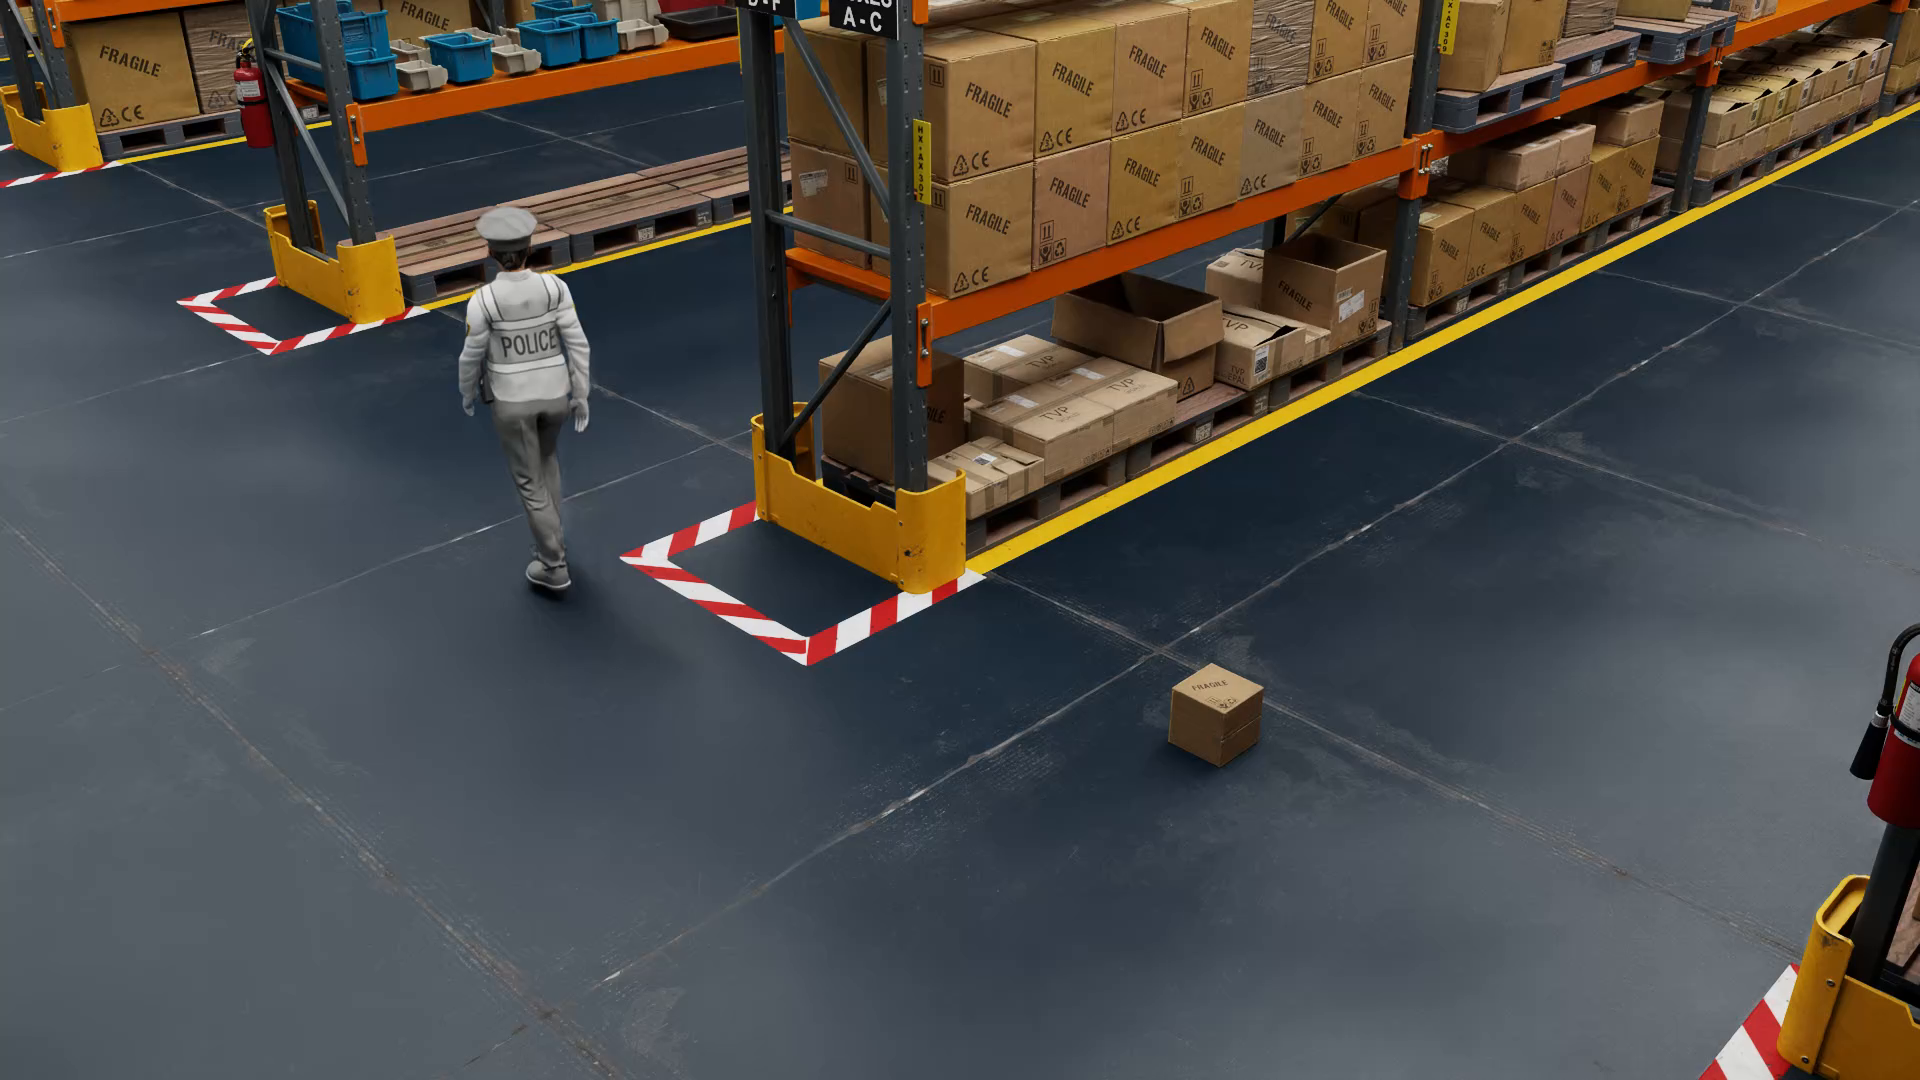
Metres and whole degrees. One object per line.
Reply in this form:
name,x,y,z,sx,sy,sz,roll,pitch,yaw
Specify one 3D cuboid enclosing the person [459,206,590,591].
person,-1.879,-0.578,7.222,0.503,1.741,0.552,-20,34,-33
